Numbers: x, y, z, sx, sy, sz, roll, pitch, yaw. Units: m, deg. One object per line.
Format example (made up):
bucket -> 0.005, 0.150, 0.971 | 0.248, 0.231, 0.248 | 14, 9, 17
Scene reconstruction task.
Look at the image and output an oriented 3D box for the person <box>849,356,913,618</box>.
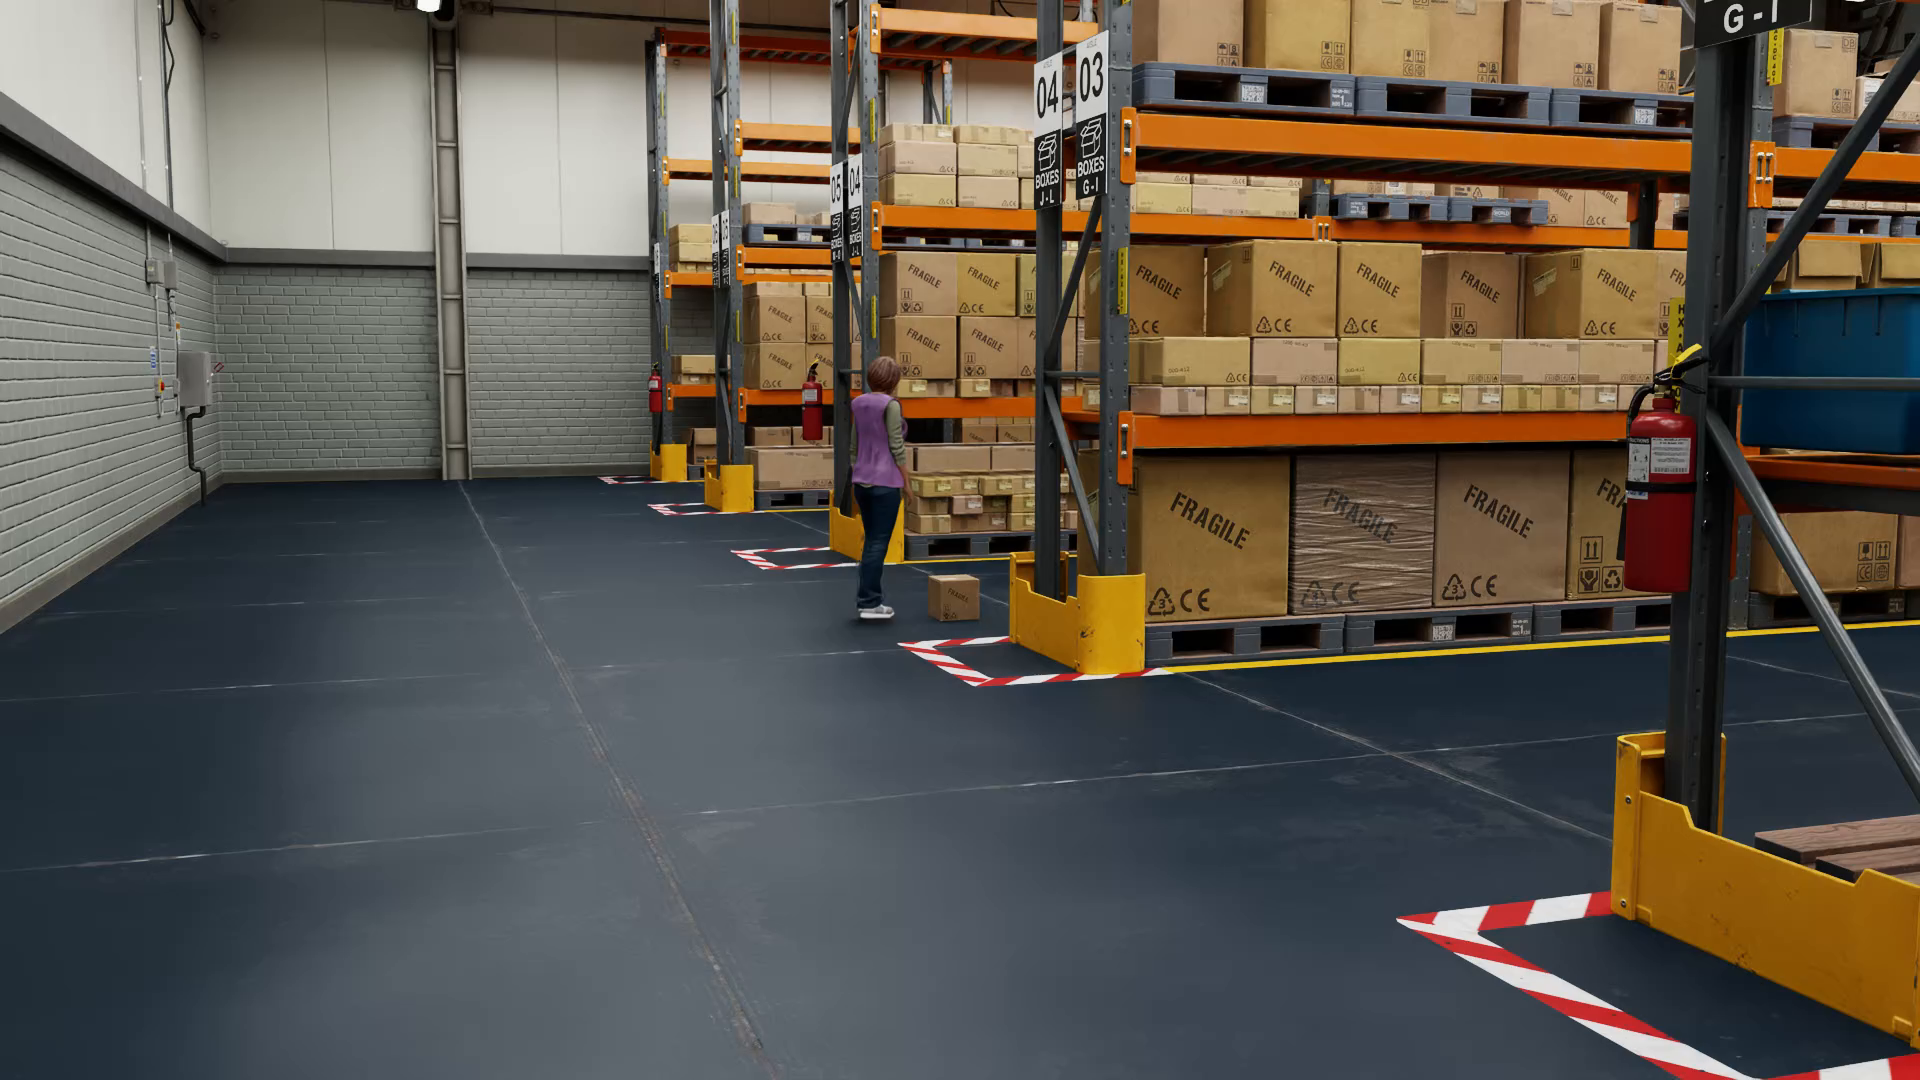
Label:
person -> -0.484, -0.294, 10.116 | 0.414, 1.639, 0.434 | -5, 8, -42
